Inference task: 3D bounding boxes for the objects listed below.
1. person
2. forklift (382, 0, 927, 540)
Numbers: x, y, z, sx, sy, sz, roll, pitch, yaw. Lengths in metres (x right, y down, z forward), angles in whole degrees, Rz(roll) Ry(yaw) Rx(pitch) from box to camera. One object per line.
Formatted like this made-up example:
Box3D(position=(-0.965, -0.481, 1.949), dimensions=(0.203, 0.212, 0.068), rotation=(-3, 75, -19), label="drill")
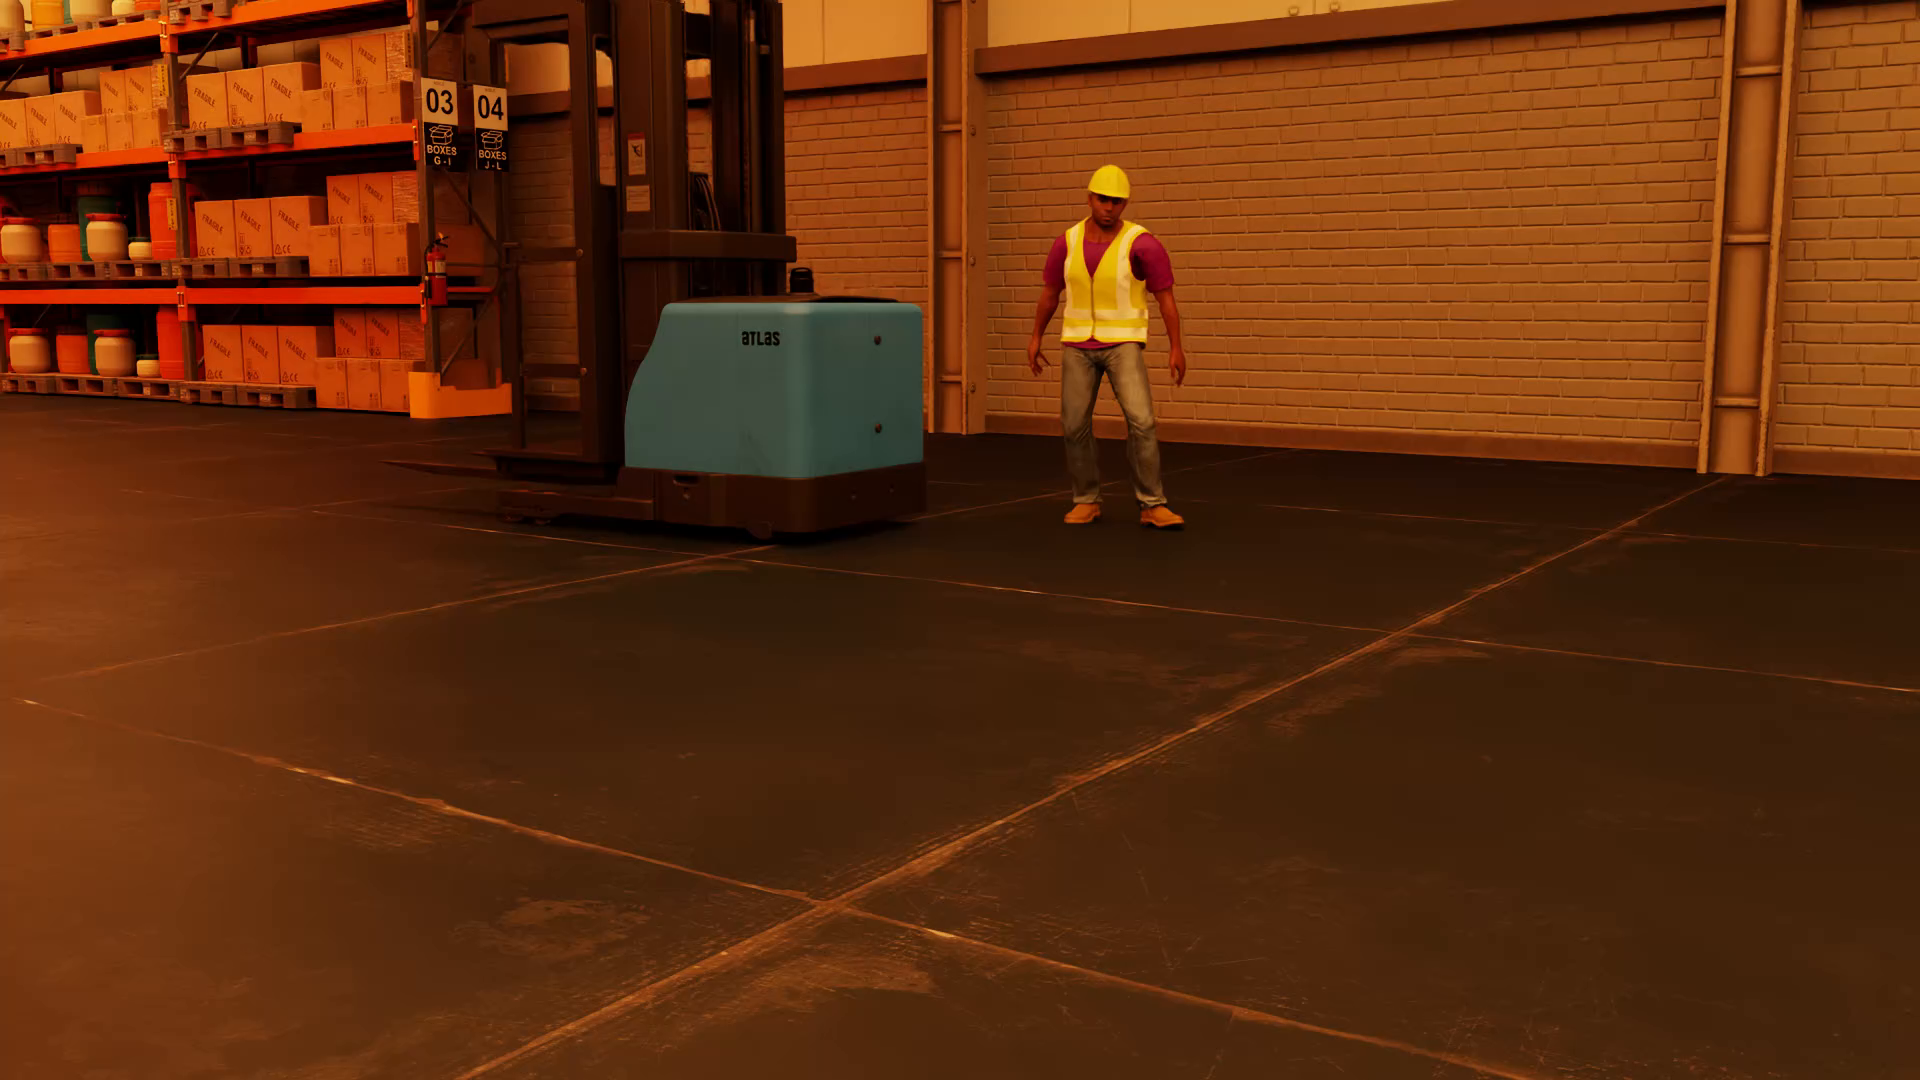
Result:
Box3D(position=(0.703, -0.933, 8.070), dimensions=(0.889, 1.733, 0.468), rotation=(4, 9, 24), label="person")
Box3D(position=(-1.681, -1.582, 8.316), dimensions=(3.031, 2.935, 1.130), rotation=(5, 10, 32), label="forklift")
